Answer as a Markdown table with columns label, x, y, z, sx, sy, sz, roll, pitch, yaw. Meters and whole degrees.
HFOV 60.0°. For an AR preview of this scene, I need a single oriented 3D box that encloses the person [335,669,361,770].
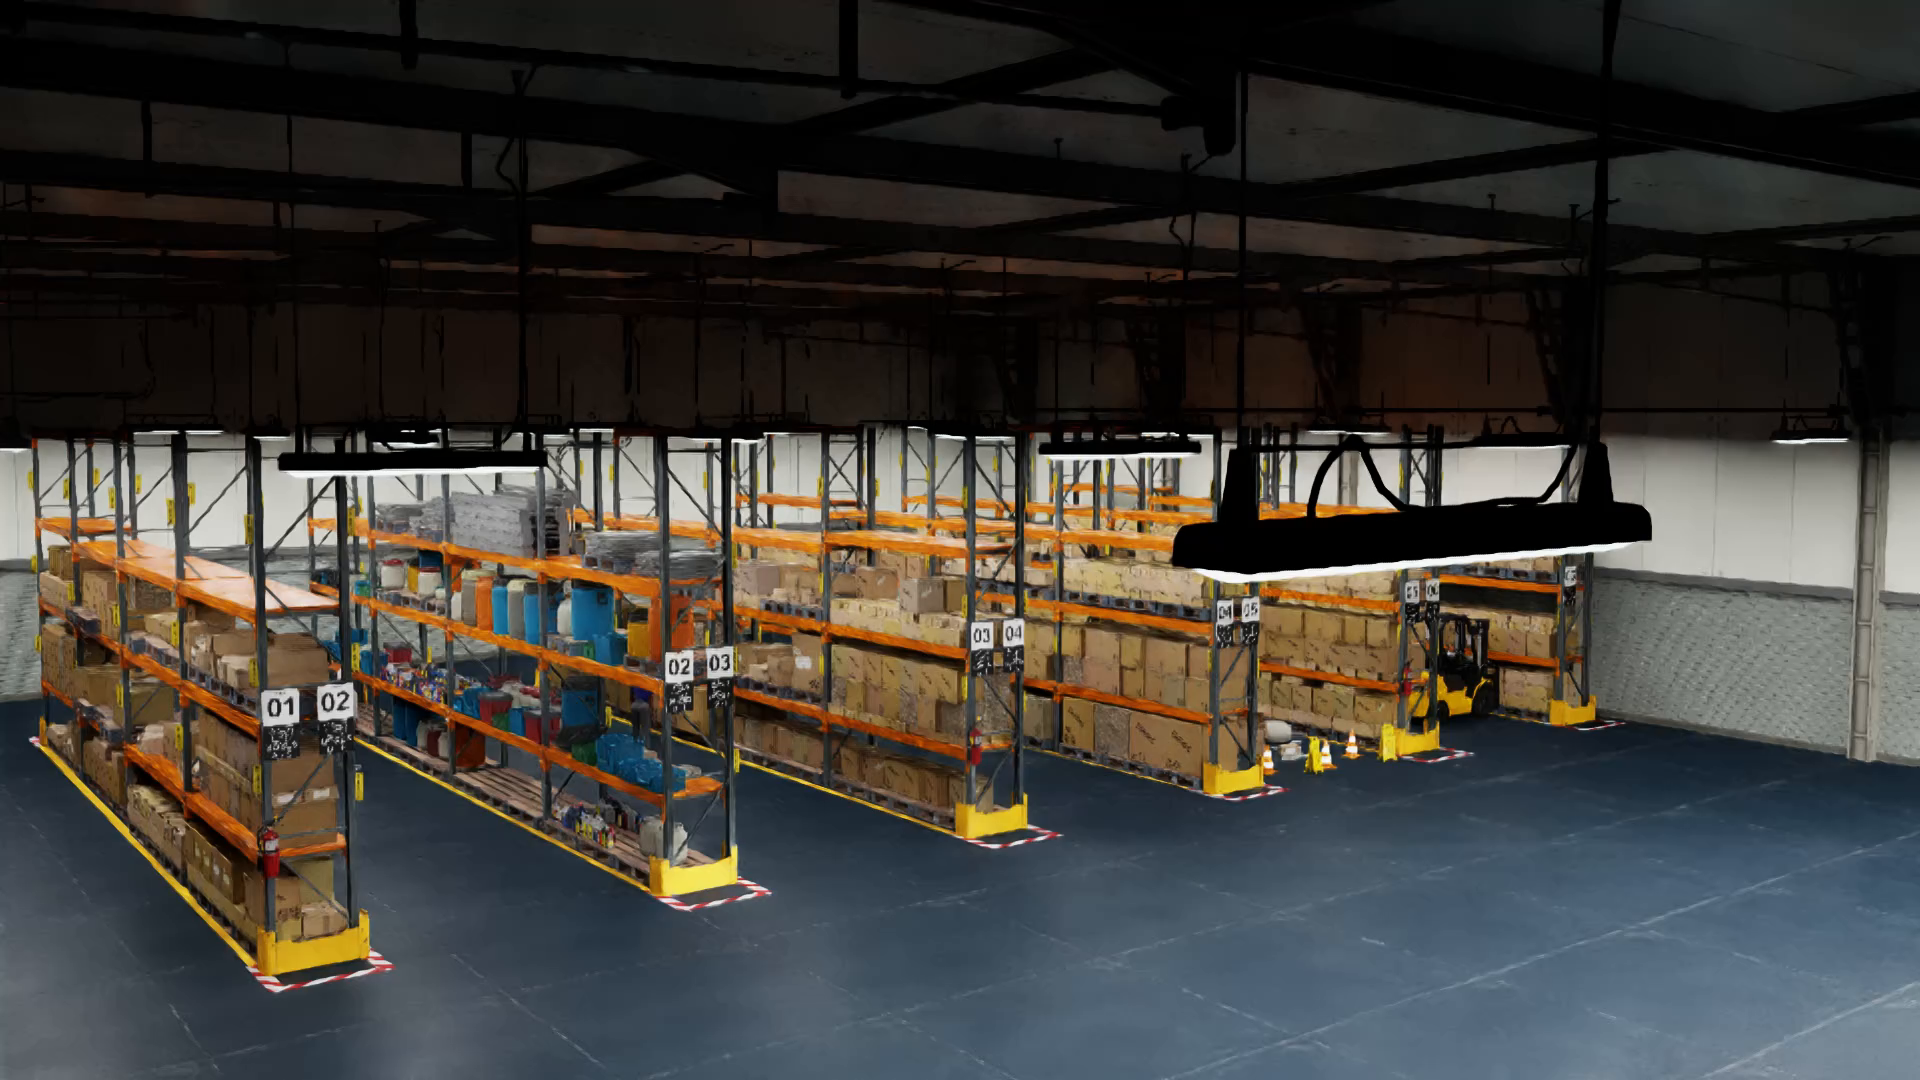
| label | x | y | z | sx | sy | sz | roll | pitch | yaw |
| --- | --- | --- | --- | --- | --- | --- | --- | --- | --- |
| person | -10.791 | 3.134 | 29.249 | 0.581 | 1.775 | 0.444 | 2 | 5 | 22 |

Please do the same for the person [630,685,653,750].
| label | x | y | z | sx | sy | sz | roll | pitch | yaw |
| --- | --- | --- | --- | --- | --- | --- | --- | --- | --- |
| person | -5.826 | 3.097 | 30.505 | 0.507 | 1.666 | 0.414 | 2 | 5 | 22 |

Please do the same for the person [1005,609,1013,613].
| label | x | y | z | sx | sy | sz | roll | pitch | yaw |
| --- | --- | --- | --- | --- | --- | --- | --- | --- | --- |
| person | 1.081 | 2.456 | 37.864 | 0.581 | 1.785 | 0.664 | -1 | 5 | -16 |
